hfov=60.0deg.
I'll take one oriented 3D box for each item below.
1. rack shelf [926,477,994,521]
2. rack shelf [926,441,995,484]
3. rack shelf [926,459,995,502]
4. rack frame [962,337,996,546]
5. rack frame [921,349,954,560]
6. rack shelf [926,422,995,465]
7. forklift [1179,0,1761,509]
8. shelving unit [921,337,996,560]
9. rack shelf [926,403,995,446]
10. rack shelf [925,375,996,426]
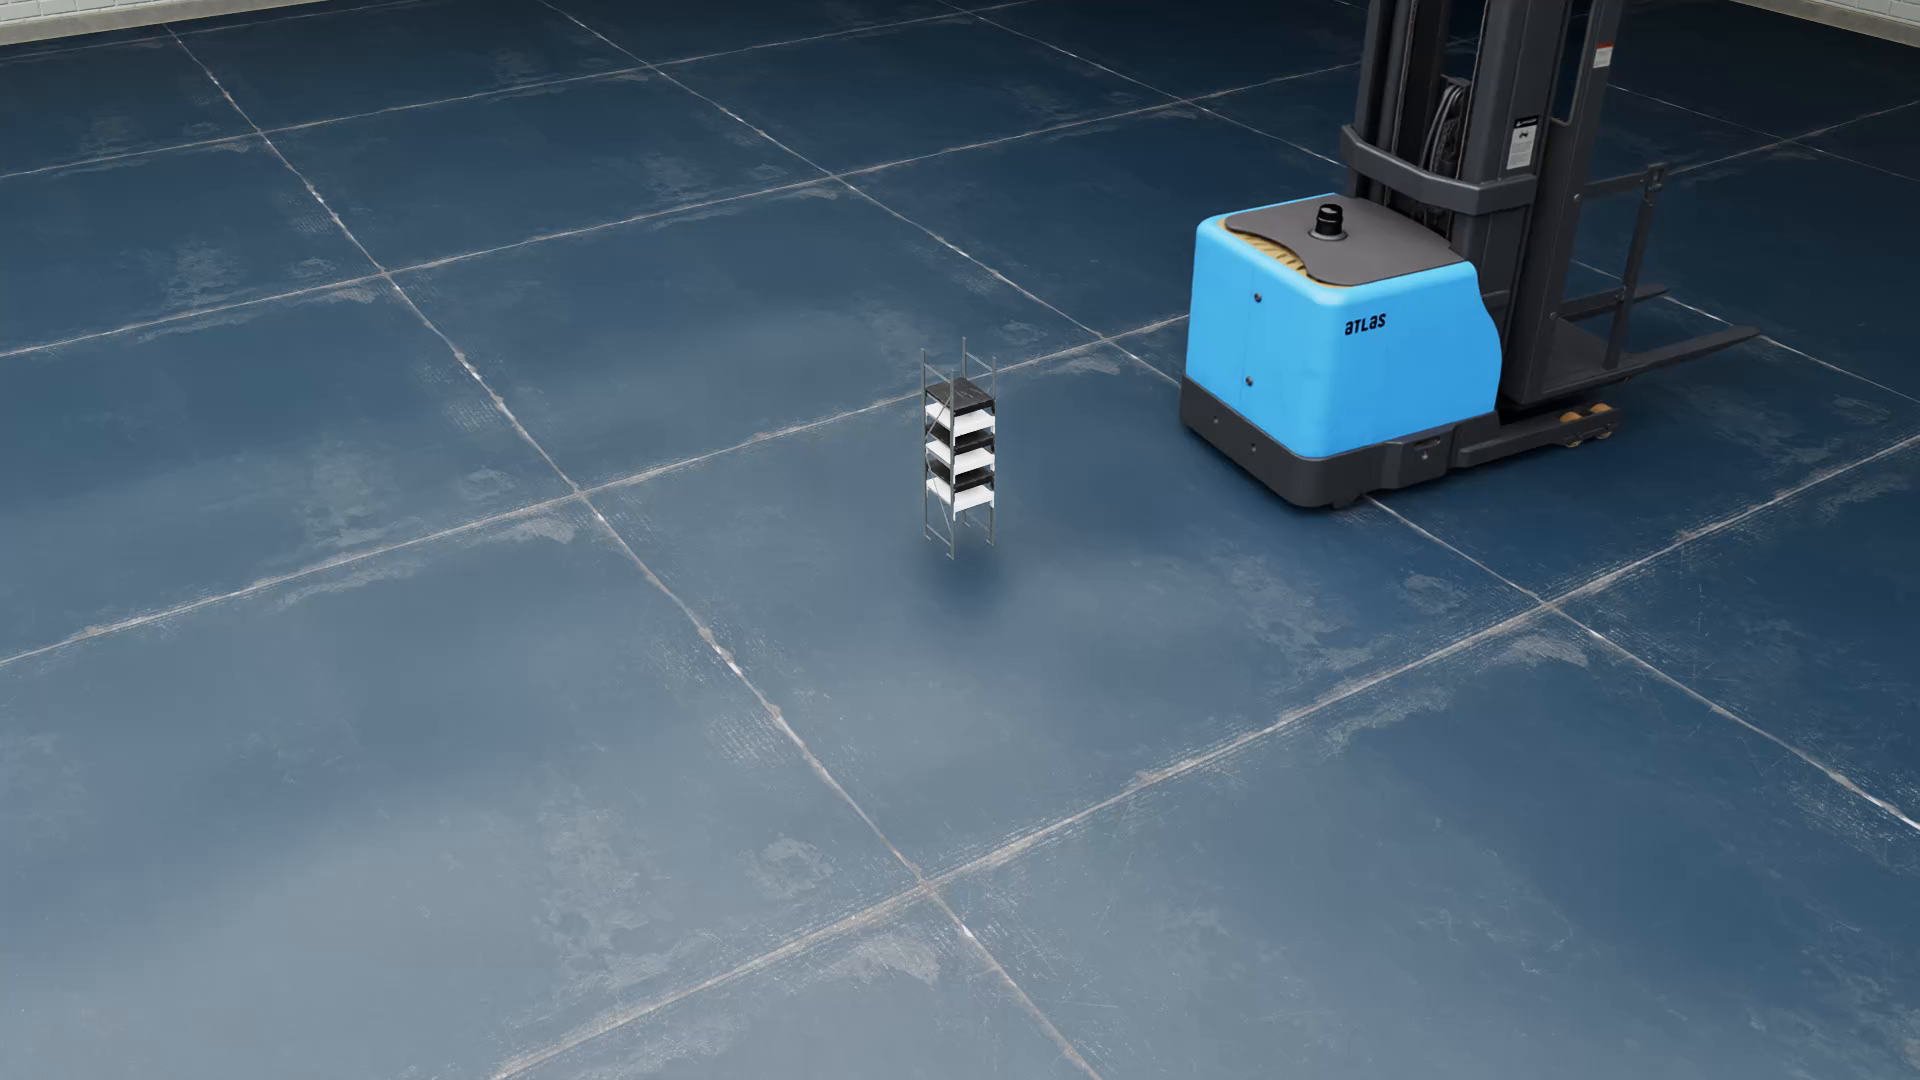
[{"bbox_3d":[-0.007,-0.198,7.120,0.200,0.077,0.258,-19,37,-27],"label":"rack shelf"},{"bbox_3d":[-0.007,-0.350,7.024,0.200,0.077,0.258,-19,37,-27],"label":"rack shelf"},{"bbox_3d":[-0.007,-0.274,7.072,0.200,0.077,0.258,-19,37,-27],"label":"rack shelf"},{"bbox_3d":[0.079,-0.408,7.053,0.006,0.900,0.240,-19,37,-27],"label":"rack frame"},{"bbox_3d":[-0.092,-0.349,6.960,0.006,0.900,0.240,-19,37,-27],"label":"rack frame"},{"bbox_3d":[-0.007,-0.426,6.976,0.200,0.077,0.258,-19,37,-27],"label":"rack shelf"},{"bbox_3d":[2.613,-1.917,7.542,3.031,2.935,1.130,-15,35,-22],"label":"forklift"},{"bbox_3d":[-0.007,-0.378,7.006,0.210,0.900,0.258,-19,37,-27],"label":"shelving unit"},{"bbox_3d":[-0.007,-0.502,6.928,0.200,0.077,0.258,-19,37,-27],"label":"rack shelf"},{"bbox_3d":[-0.007,-0.578,6.880,0.200,0.077,0.258,-19,37,-27],"label":"rack shelf"}]
